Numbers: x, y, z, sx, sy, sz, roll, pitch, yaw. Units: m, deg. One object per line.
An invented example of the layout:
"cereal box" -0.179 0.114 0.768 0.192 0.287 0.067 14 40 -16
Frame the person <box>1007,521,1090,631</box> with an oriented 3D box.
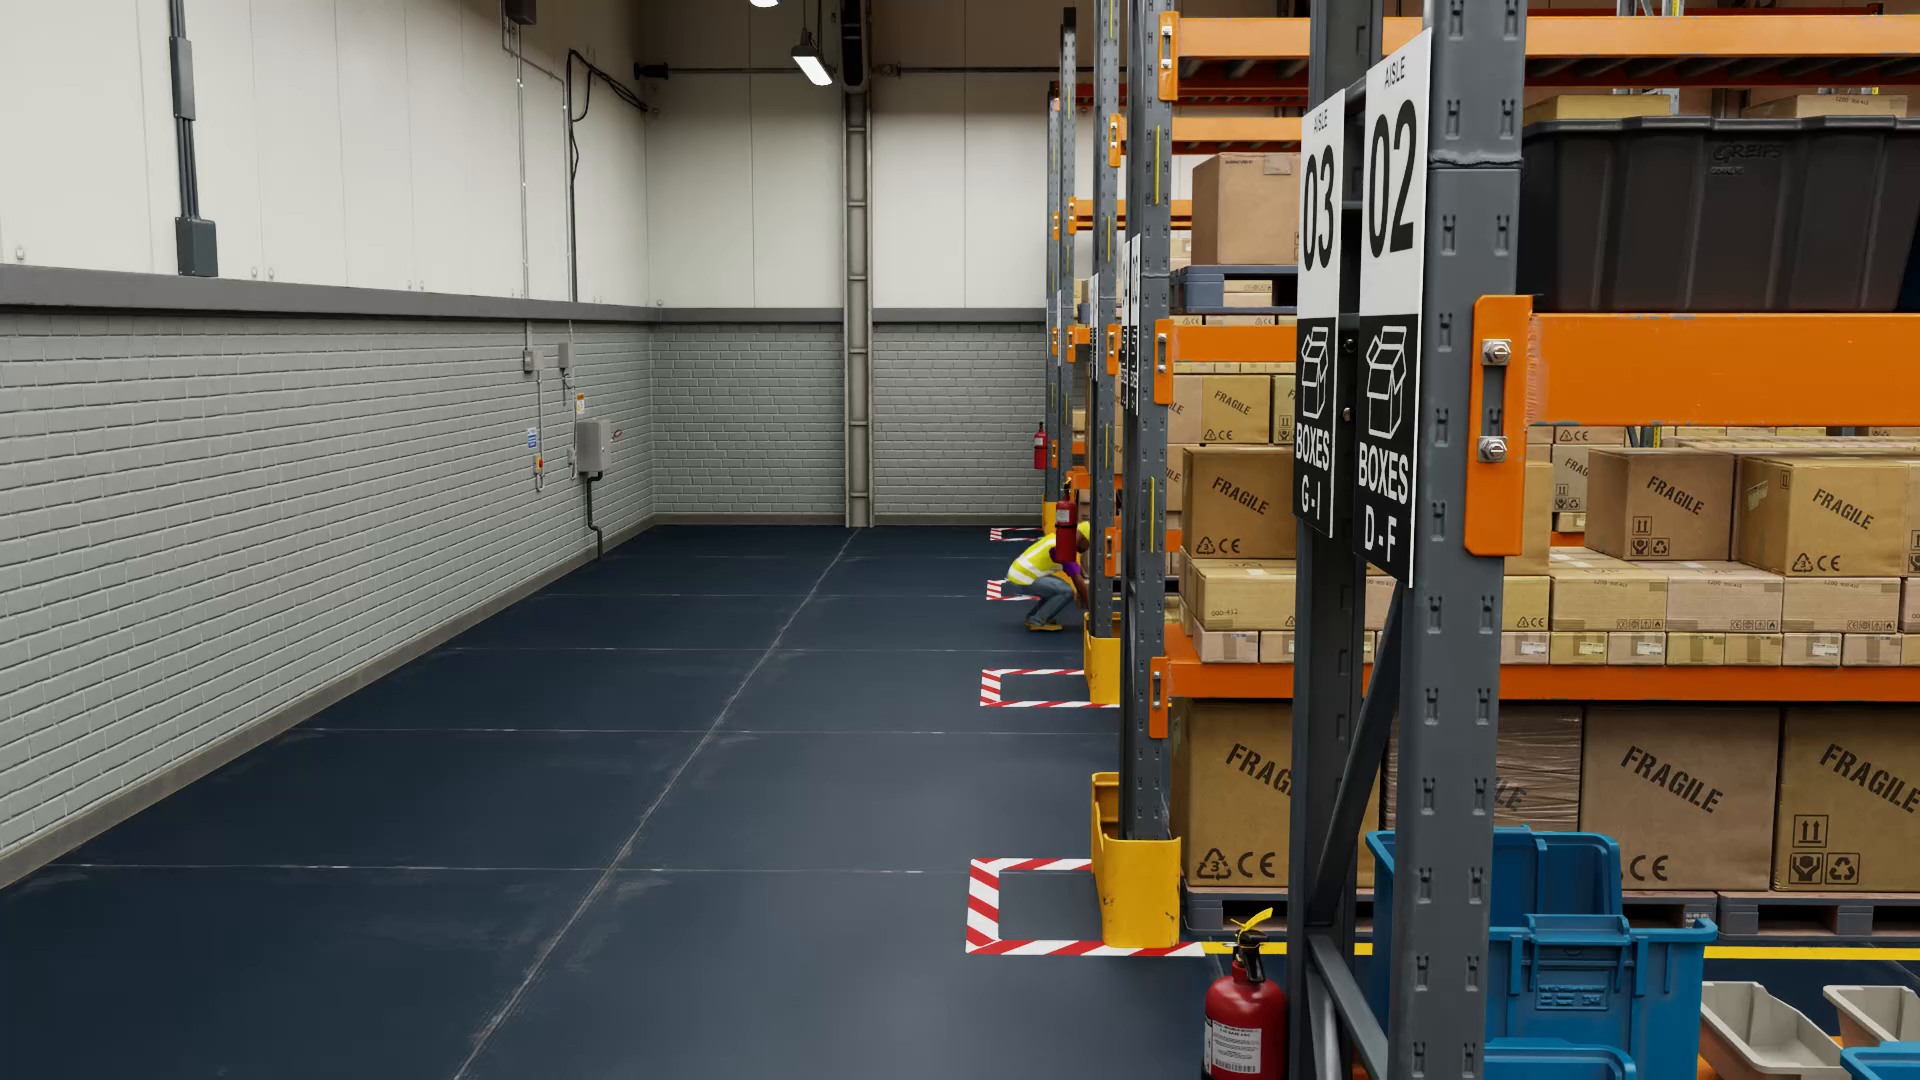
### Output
"person" 0.893 0.332 15.589 0.897 1.013 0.542 0 7 0
